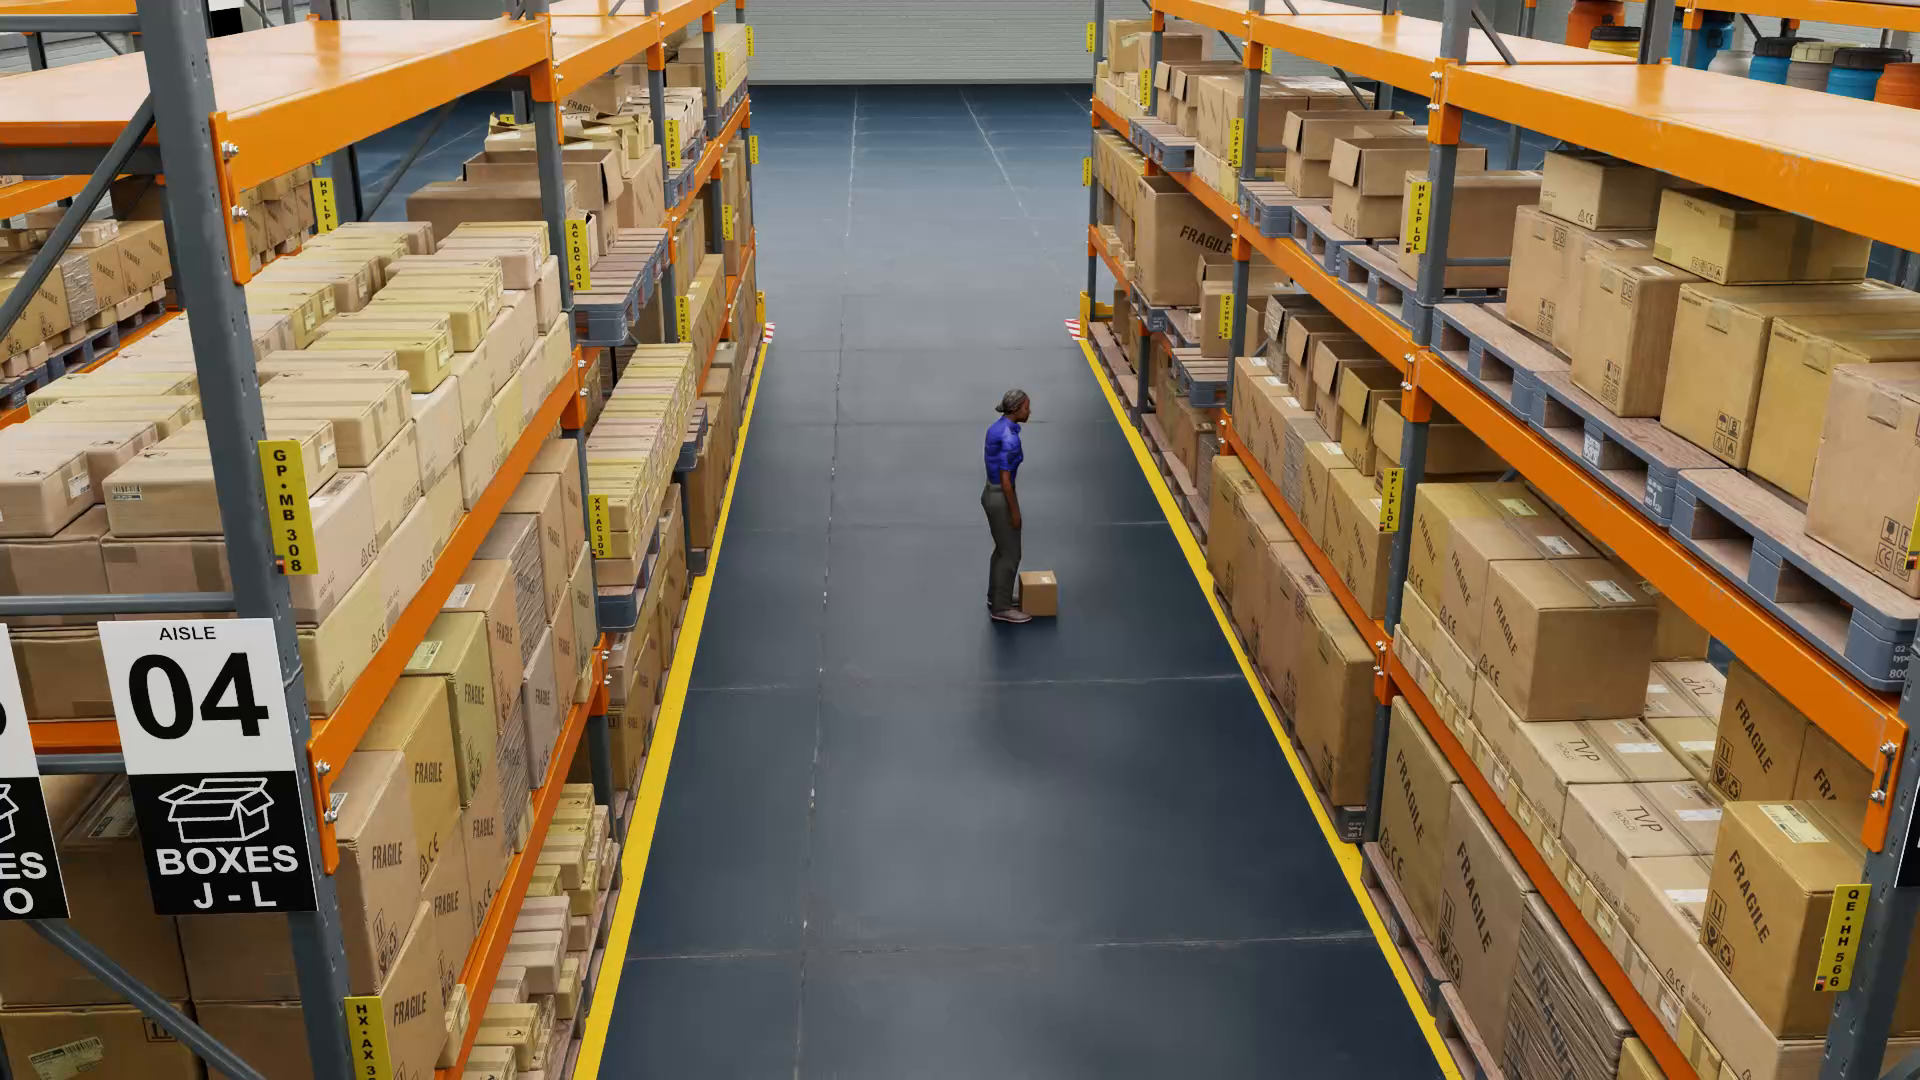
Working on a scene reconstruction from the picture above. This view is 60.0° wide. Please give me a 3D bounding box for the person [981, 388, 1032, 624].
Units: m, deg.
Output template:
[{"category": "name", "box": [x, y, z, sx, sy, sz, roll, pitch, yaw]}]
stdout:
[{"category": "person", "box": [0.330, -0.263, 11.787, 0.347, 1.655, 0.532, -2, 21, -6]}]
